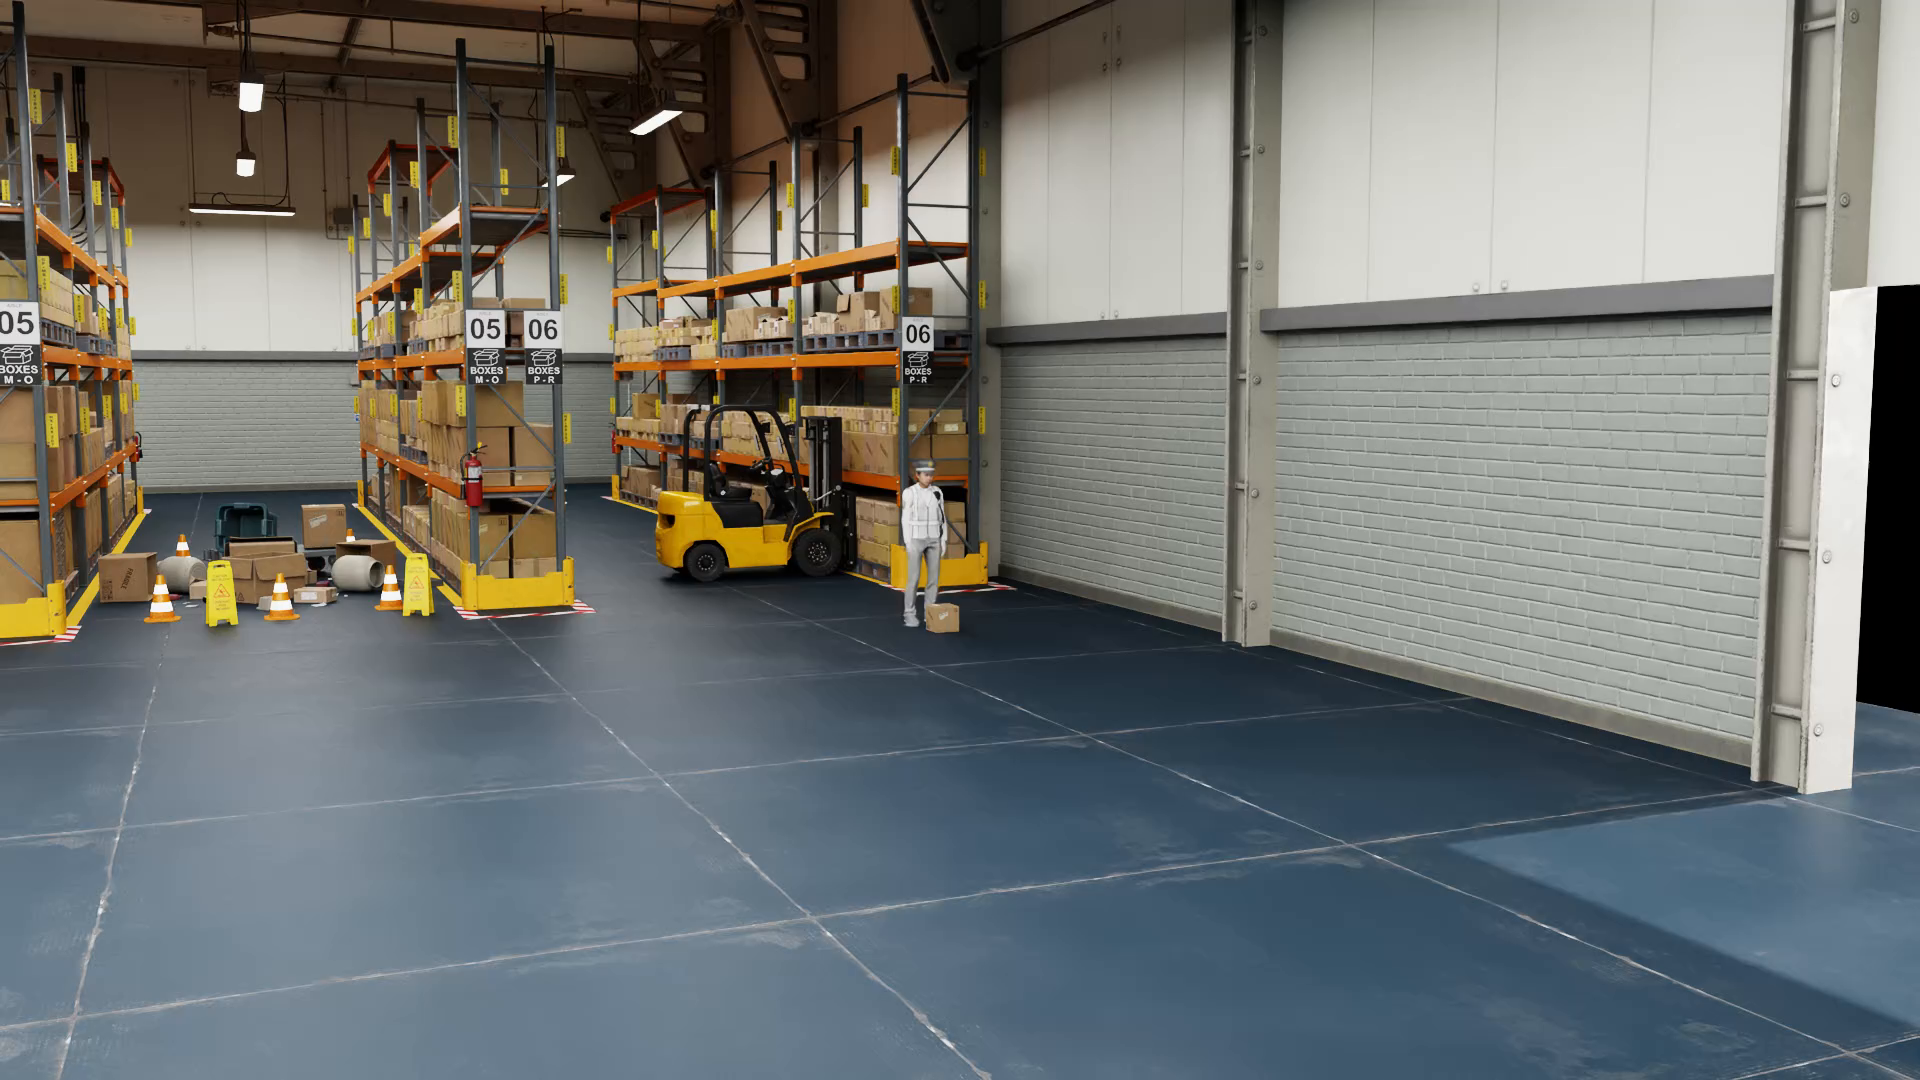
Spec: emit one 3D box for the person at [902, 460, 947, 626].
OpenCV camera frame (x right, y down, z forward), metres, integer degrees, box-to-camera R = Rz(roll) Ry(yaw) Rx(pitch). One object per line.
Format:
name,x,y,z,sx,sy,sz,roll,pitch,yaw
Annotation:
person,-0.348,0.028,16.745,0.467,1.665,0.329,-2,6,-23
